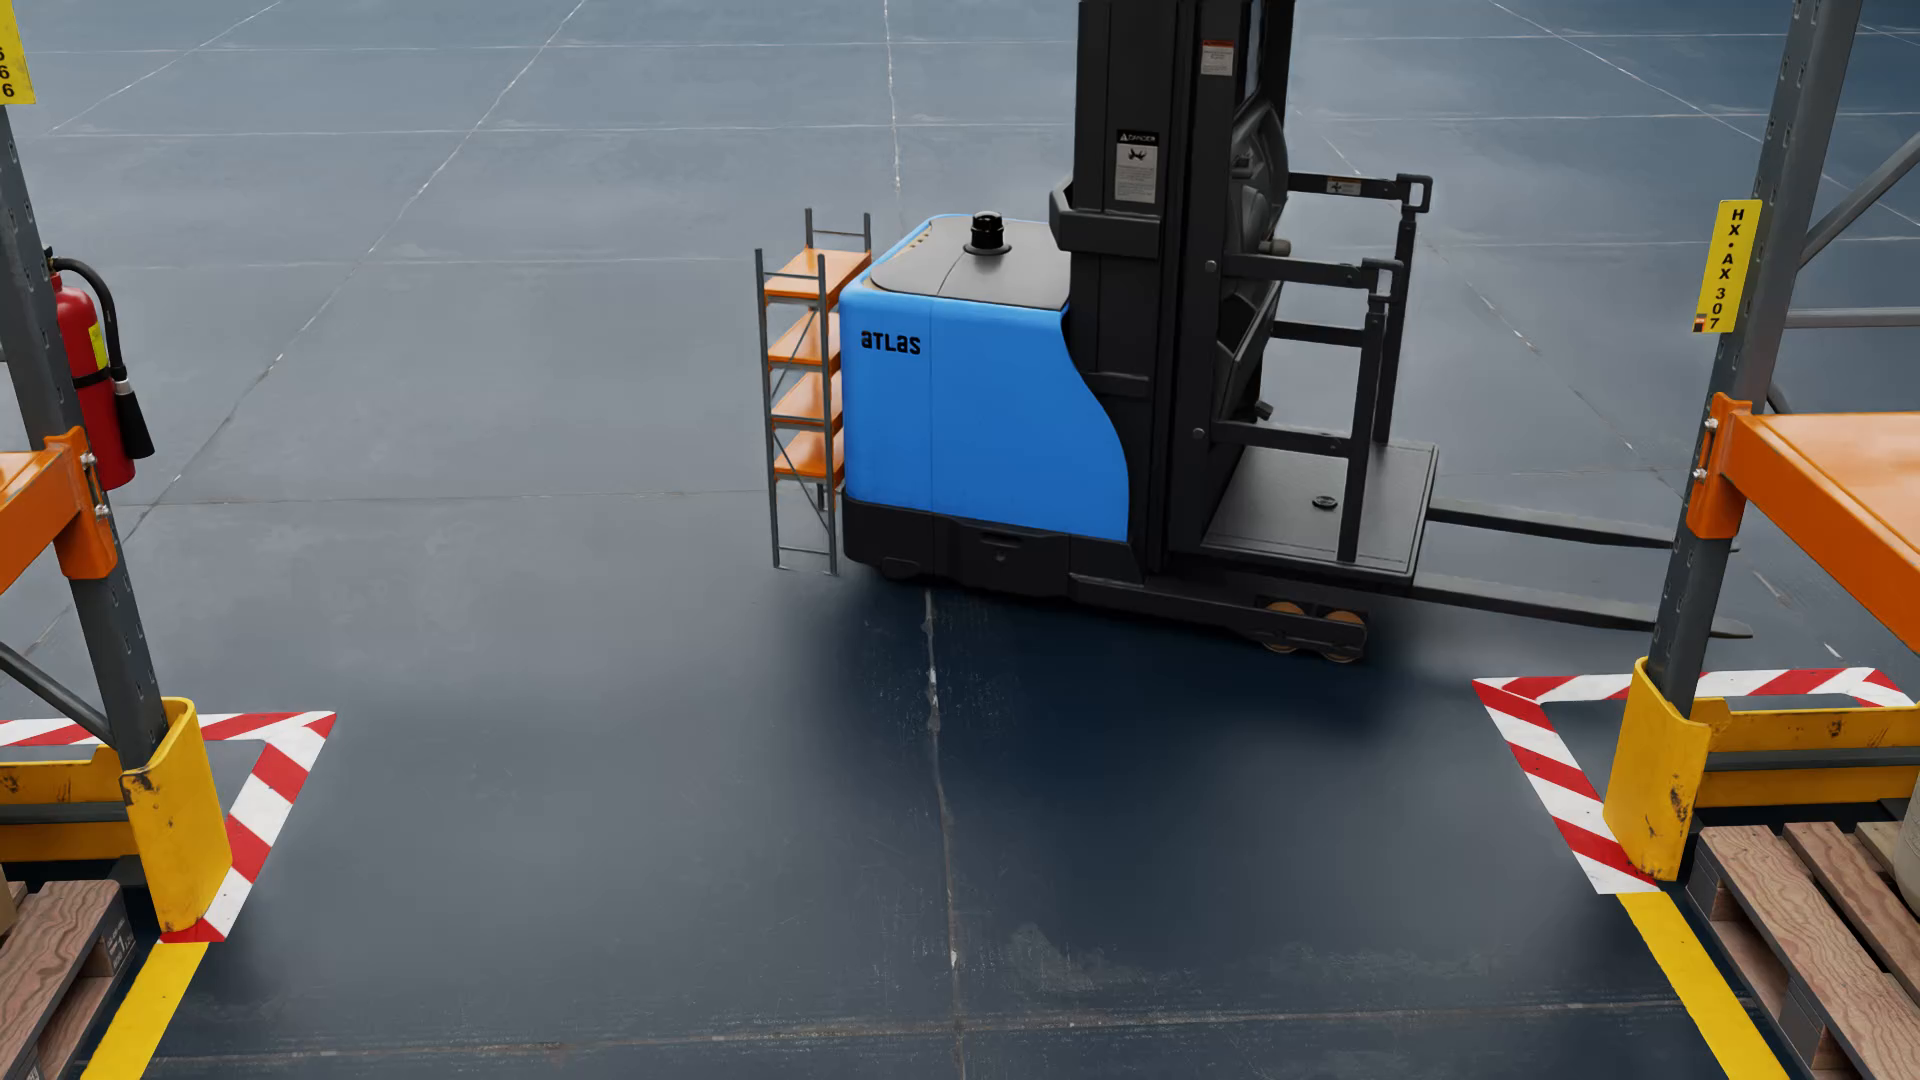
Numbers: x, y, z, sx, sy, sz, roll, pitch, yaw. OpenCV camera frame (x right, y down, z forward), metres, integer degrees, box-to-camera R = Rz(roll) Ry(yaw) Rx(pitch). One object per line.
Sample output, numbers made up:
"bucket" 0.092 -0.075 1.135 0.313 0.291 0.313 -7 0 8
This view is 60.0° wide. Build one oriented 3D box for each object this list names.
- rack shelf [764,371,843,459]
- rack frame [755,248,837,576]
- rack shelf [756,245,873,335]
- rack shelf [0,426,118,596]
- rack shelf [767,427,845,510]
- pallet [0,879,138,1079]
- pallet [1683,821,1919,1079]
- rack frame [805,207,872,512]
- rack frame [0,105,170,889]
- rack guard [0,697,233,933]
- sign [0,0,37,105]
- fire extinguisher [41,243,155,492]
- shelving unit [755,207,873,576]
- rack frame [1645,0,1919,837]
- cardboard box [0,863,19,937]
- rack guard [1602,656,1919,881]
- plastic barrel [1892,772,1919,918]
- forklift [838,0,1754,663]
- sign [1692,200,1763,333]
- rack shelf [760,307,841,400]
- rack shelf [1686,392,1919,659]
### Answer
"rack shelf" -0.498 -0.468 5.994 0.258 0.148 0.480 7 28 13
"rack frame" -0.562 -0.418 5.754 0.240 1.200 0.015 7 28 13
"rack shelf" -0.498 -0.876 5.782 0.258 0.148 0.480 7 28 13
"rack shelf" -2.472 0.826 2.200 1.077 0.370 4.000 -1 28 -3
"rack shelf" -0.498 -0.291 6.086 0.258 0.148 0.480 7 28 13
"pallet" -2.565 1.231 3.661 1.003 0.211 1.213 -1 28 -3
"pallet" 2.458 1.110 3.894 1.003 0.211 1.213 -1 28 -3
"rack frame" -0.434 -0.636 6.172 0.240 1.200 0.015 7 28 13
"rack frame" -2.576 -0.416 3.804 1.000 3.000 0.127 -1 28 -3
"rack guard" -2.572 0.727 4.315 1.175 0.500 0.348 -1 28 -3
"sign" -2.021 -1.074 3.471 0.100 0.325 0.005 -1 28 -3
"fire extinguisher" -2.122 -0.446 3.945 0.296 0.674 0.183 -1 28 -3
"shelving unit" -0.498 -0.527 5.963 0.258 1.200 0.503 7 28 13
"rack frame" 2.370 -0.536 4.034 1.000 3.000 0.127 -1 28 -3
"cardboard box" -2.560 0.795 3.732 0.500 0.500 0.500 4 28 7
"rack guard" 2.421 0.607 4.547 1.175 0.500 0.348 -1 28 -3
"plastic barrel" 2.481 0.683 3.933 0.421 0.512 0.421 0 28 0
"forklift" 1.151 -1.172 5.328 3.031 2.935 1.130 9 29 17
"sign" 1.821 -0.647 3.948 0.100 0.325 0.005 -1 28 -3
"rack shelf" -0.498 -0.666 5.891 0.258 0.148 0.480 7 28 13
"rack shelf" 2.475 0.707 2.429 1.077 0.370 4.000 -1 28 -3
